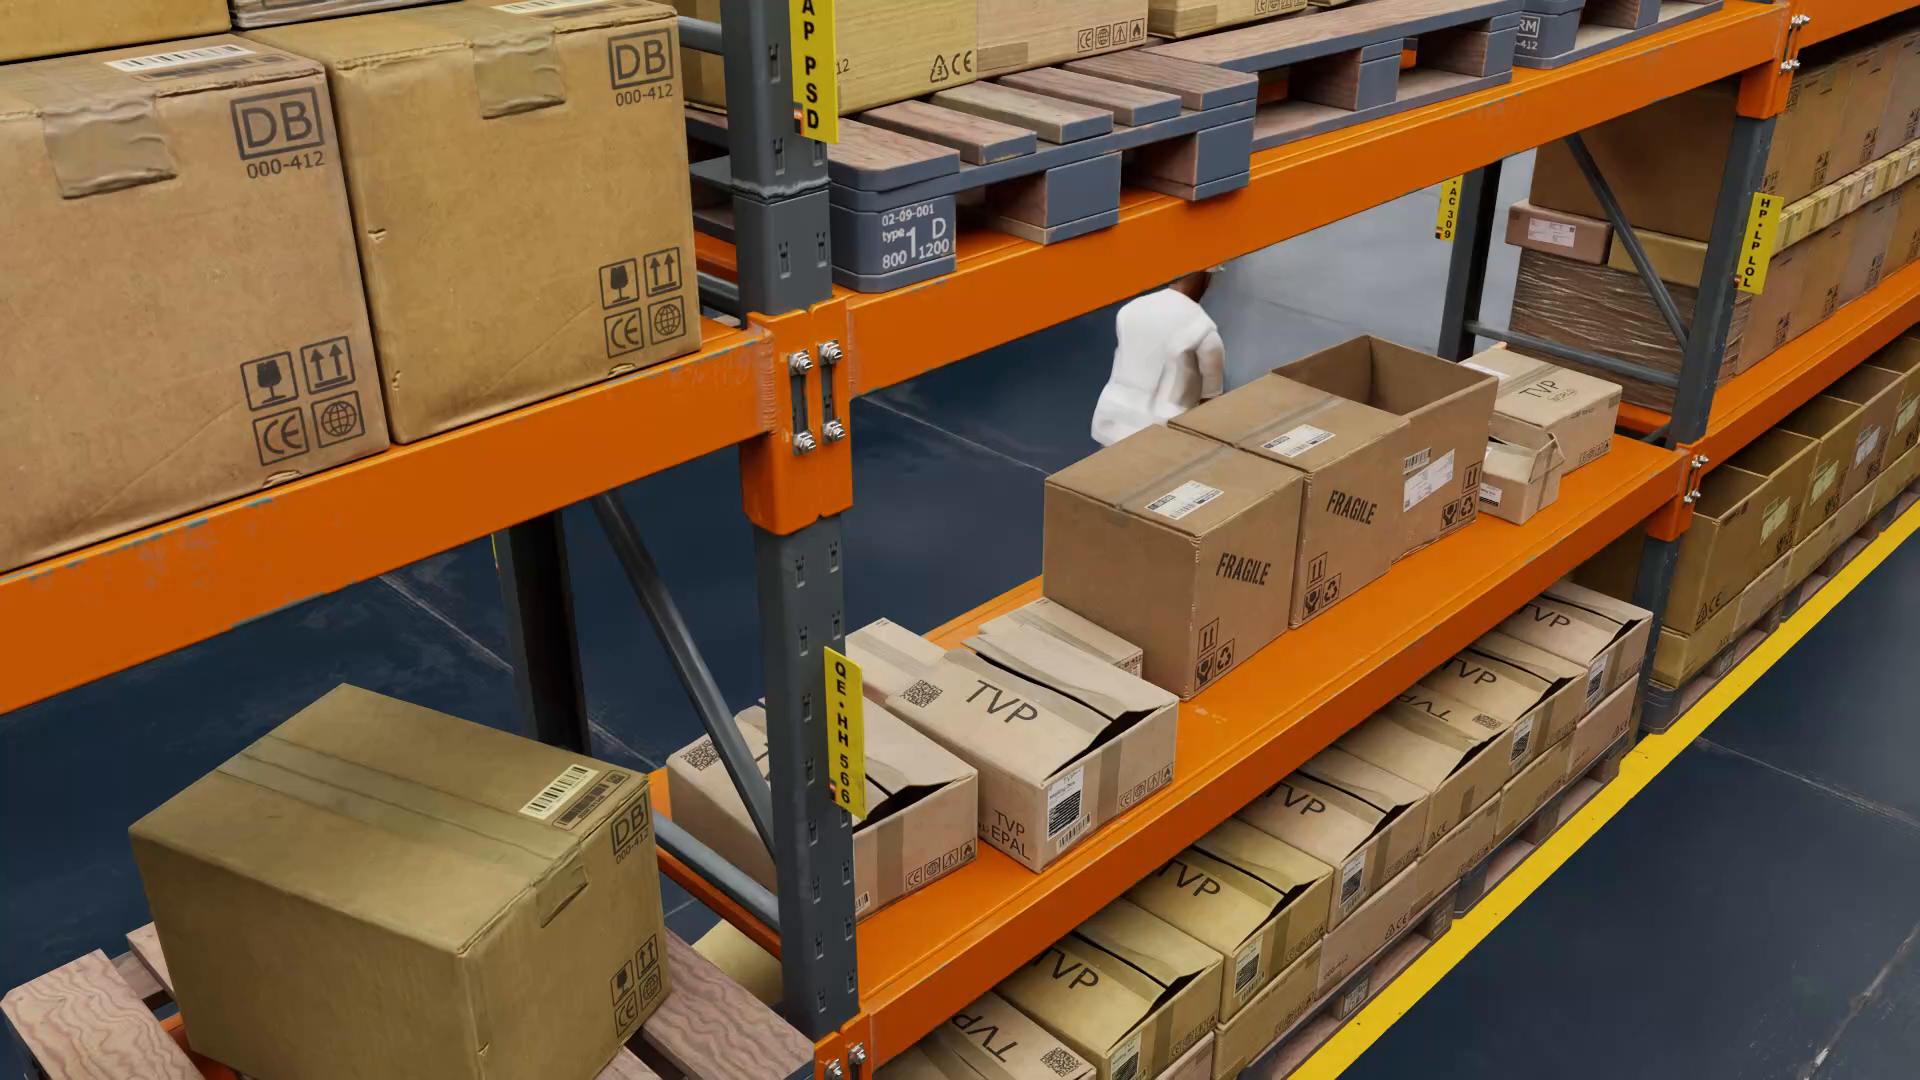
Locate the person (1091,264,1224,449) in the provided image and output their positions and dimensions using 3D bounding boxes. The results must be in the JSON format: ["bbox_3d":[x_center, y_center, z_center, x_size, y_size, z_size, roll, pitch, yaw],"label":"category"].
[{"bbox_3d":[0.845,-0.436,7.005,0.488,1.693,0.637,24,36,38],"label":"person"}]
